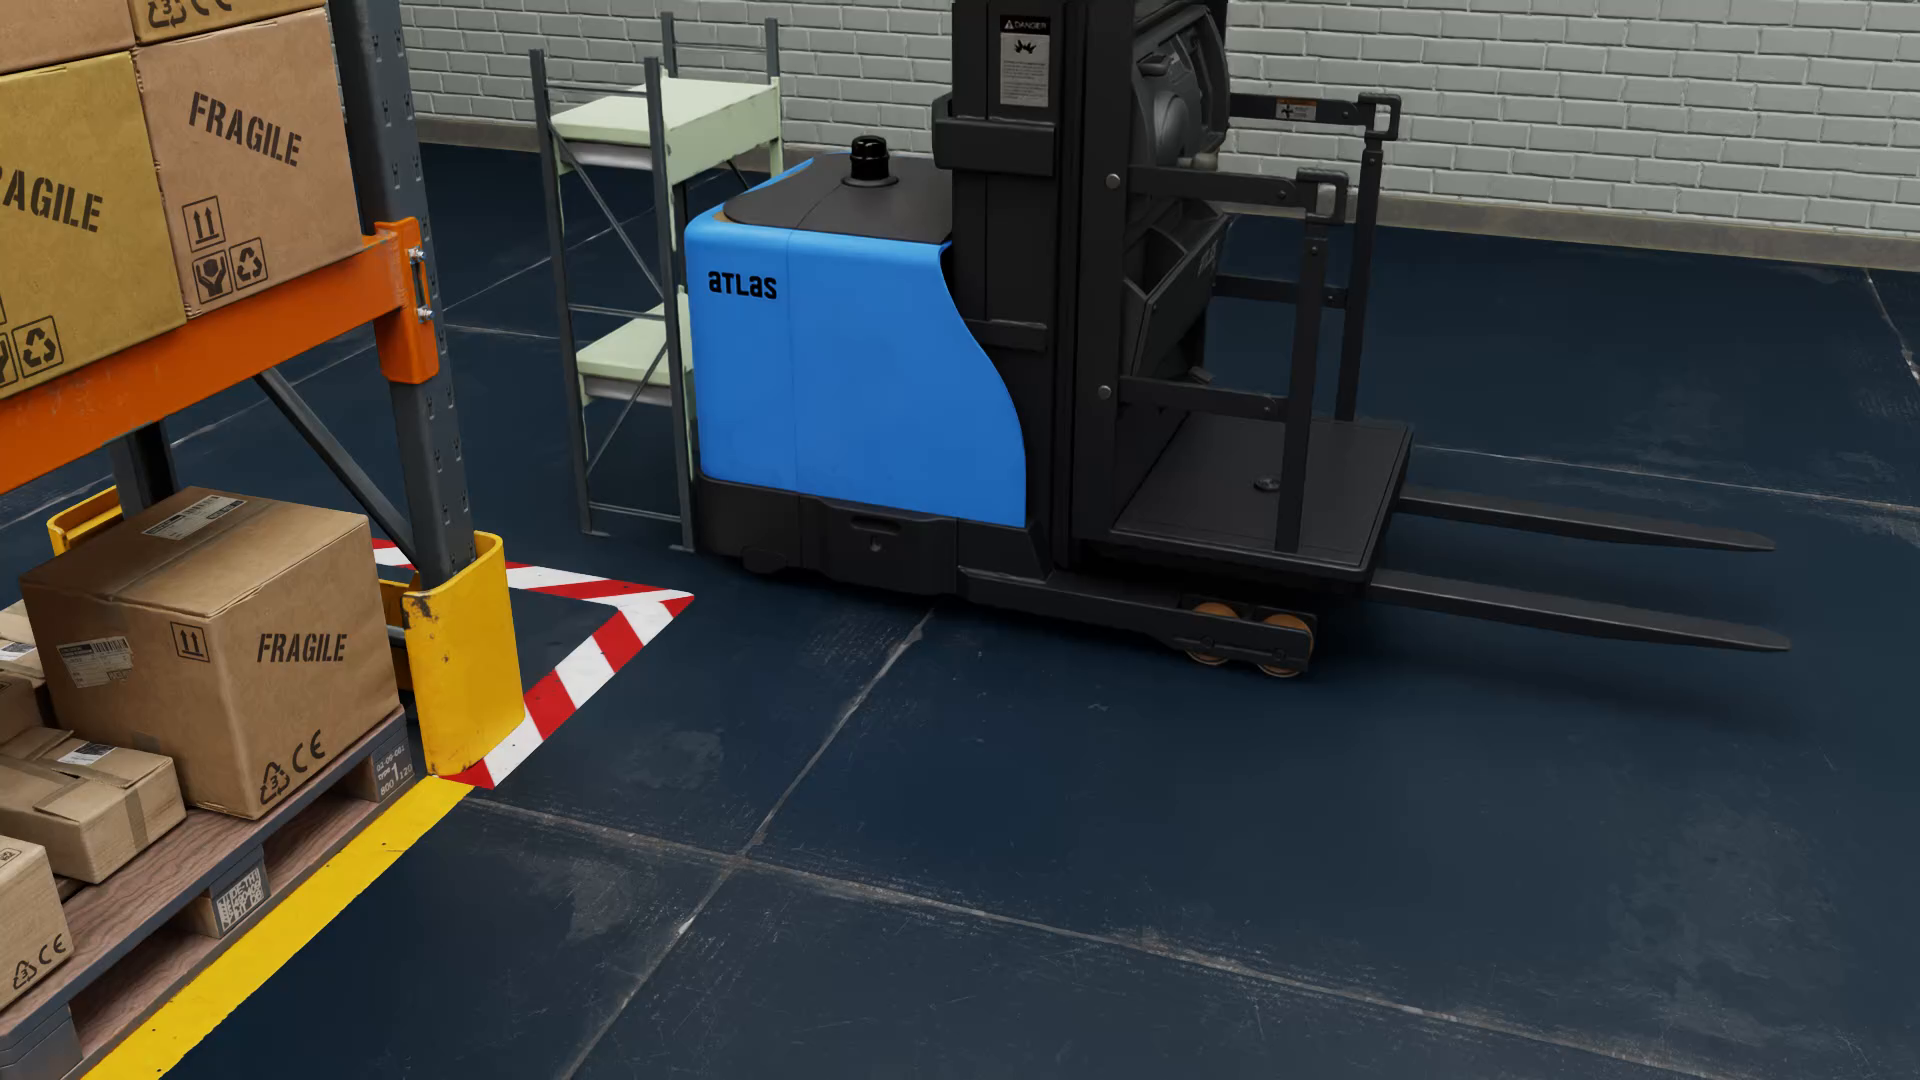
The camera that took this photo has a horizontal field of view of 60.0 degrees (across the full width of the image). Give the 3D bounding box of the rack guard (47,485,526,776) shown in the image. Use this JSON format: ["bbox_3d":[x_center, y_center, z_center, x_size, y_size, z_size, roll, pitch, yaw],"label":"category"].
[{"bbox_3d":[-1.715,0.204,4.255,1.175,0.500,0.348,9,27,17],"label":"rack guard"}]

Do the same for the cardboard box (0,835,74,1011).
[{"bbox_3d":[-1.983,0.732,2.946,0.500,0.250,0.500,9,27,17],"label":"cardboard box"}]

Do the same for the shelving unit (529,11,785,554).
[{"bbox_3d":[-0.883,-0.817,5.217,0.431,1.500,0.755,9,27,18],"label":"shelving unit"}]

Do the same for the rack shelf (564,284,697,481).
[{"bbox_3d":[-0.883,-0.524,5.359,0.431,0.370,0.720,9,27,18],"label":"rack shelf"}]

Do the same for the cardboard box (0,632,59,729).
[{"bbox_3d":[-2.236,0.350,3.832,0.380,0.166,0.250,9,27,17],"label":"cardboard box"}]

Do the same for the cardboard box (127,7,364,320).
[{"bbox_3d":[-1.582,-0.774,3.291,0.500,0.500,0.500,10,27,19],"label":"cardboard box"}]

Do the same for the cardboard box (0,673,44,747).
[{"bbox_3d":[-2.305,0.475,3.477,0.500,0.250,0.500,9,27,17],"label":"cardboard box"}]

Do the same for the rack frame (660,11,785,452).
[{"bbox_3d":[-0.756,-0.967,5.525,0.400,1.500,0.023,9,27,18],"label":"rack frame"}]

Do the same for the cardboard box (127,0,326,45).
[{"bbox_3d":[-1.579,-1.225,3.075,0.500,0.500,0.500,9,27,17],"label":"cardboard box"}]

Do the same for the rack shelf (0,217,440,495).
[{"bbox_3d":[-2.355,0.193,2.234,1.077,0.370,4.000,9,27,17],"label":"rack shelf"}]

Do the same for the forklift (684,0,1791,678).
[{"bbox_3d":[0.781,-1.210,4.387,3.031,2.935,1.130,9,27,18],"label":"forklift"}]

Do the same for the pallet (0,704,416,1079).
[{"bbox_3d":[-1.979,0.662,3.641,1.003,0.211,1.213,9,27,17],"label":"pallet"}]

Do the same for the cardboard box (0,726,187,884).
[{"bbox_3d":[-1.858,0.537,3.444,0.380,0.166,0.250,9,27,17],"label":"cardboard box"}]

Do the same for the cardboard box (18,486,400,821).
[{"bbox_3d":[-1.638,0.234,3.688,0.500,0.500,0.500,9,27,17],"label":"cardboard box"}]

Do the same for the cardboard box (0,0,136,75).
[{"bbox_3d":[-1.746,-1.017,2.646,0.500,0.500,0.500,10,27,19],"label":"cardboard box"}]

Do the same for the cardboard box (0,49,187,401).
[{"bbox_3d":[-1.751,-0.560,2.850,0.500,0.500,0.500,9,27,18],"label":"cardboard box"}]

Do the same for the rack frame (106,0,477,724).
[{"bbox_3d":[-1.690,-0.952,3.775,1.000,3.000,0.127,9,27,17],"label":"rack frame"}]

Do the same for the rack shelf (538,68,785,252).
[{"bbox_3d":[-0.884,-1.169,5.047,0.431,0.370,0.720,9,27,18],"label":"rack shelf"}]

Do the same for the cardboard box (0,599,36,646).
[{"bbox_3d":[-2.153,0.255,4.048,0.380,0.149,0.250,9,27,17],"label":"cardboard box"}]

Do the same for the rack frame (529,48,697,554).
[{"bbox_3d":[-1.011,-0.668,4.908,0.400,1.500,0.023,9,27,18],"label":"rack frame"}]
